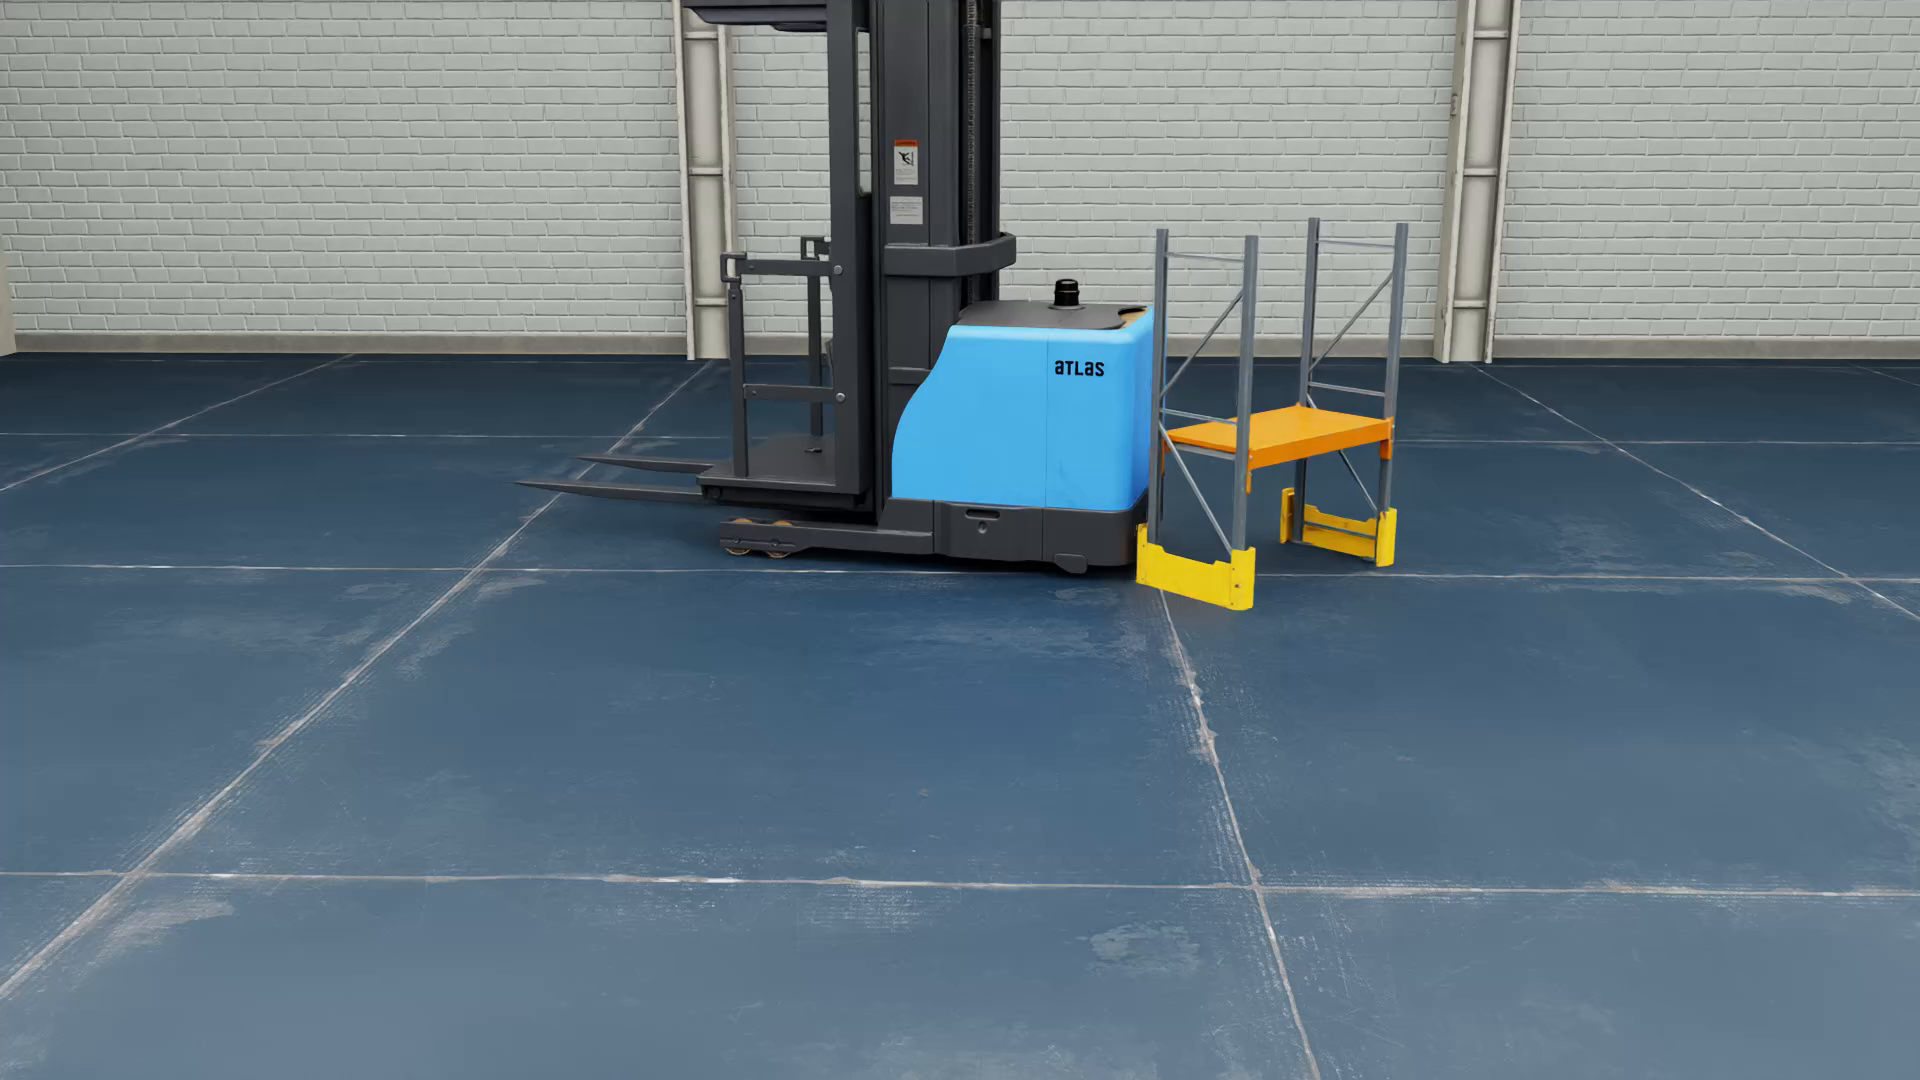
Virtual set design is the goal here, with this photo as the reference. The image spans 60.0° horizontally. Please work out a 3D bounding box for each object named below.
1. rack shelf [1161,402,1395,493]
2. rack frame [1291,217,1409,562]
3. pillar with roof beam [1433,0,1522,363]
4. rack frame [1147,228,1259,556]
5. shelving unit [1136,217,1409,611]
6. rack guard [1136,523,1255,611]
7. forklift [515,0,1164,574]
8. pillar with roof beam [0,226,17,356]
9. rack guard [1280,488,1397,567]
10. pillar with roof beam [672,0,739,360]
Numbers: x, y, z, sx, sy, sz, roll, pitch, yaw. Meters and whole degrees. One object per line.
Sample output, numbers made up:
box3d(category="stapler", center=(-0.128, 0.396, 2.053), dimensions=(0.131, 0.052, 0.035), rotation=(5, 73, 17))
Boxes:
box3d(category="rack shelf", center=(1.355, -0.410, 7.160), dimensions=(1.000, 0.185, 0.538), rotation=(-13, 20, -40))
box3d(category="rack frame", center=(1.733, -0.671, 7.443), dimensions=(0.032, 1.500, 0.500), rotation=(-13, 20, -40))
box3d(category="pillar with roof beam", center=(3.906, -4.695, 7.996), dimensions=(0.400, 9.000, 9.100), rotation=(0, 15, 1))
box3d(category="rack frame", center=(0.976, -0.498, 6.786), dimensions=(0.032, 1.500, 0.500), rotation=(-13, 20, -40))
box3d(category="shelving unit", center=(1.348, -0.583, 7.108), dimensions=(1.083, 1.500, 0.587), rotation=(-13, 20, -40))
box3d(category="rack guard", center=(0.977, 0.107, 6.946), dimensions=(0.087, 0.250, 0.587), rotation=(-13, 20, -40))
box3d(category="forklift", center=(-0.601, -1.459, 7.626), dimensions=(3.031, 2.935, 1.130), rotation=(4, 15, 15))
box3d(category="pillar with roof beam", center=(-8.090, -4.773, 8.293), dimensions=(0.400, 9.000, 9.100), rotation=(0, 15, 1))
box3d(category="rack guard", center=(1.719, -0.063, 7.590), dimensions=(0.087, 0.250, 0.587), rotation=(-13, 20, -40))
box3d(category="pillar with roof beam", center=(-2.092, -4.734, 8.145), dimensions=(0.400, 9.000, 9.100), rotation=(0, 15, 1))
